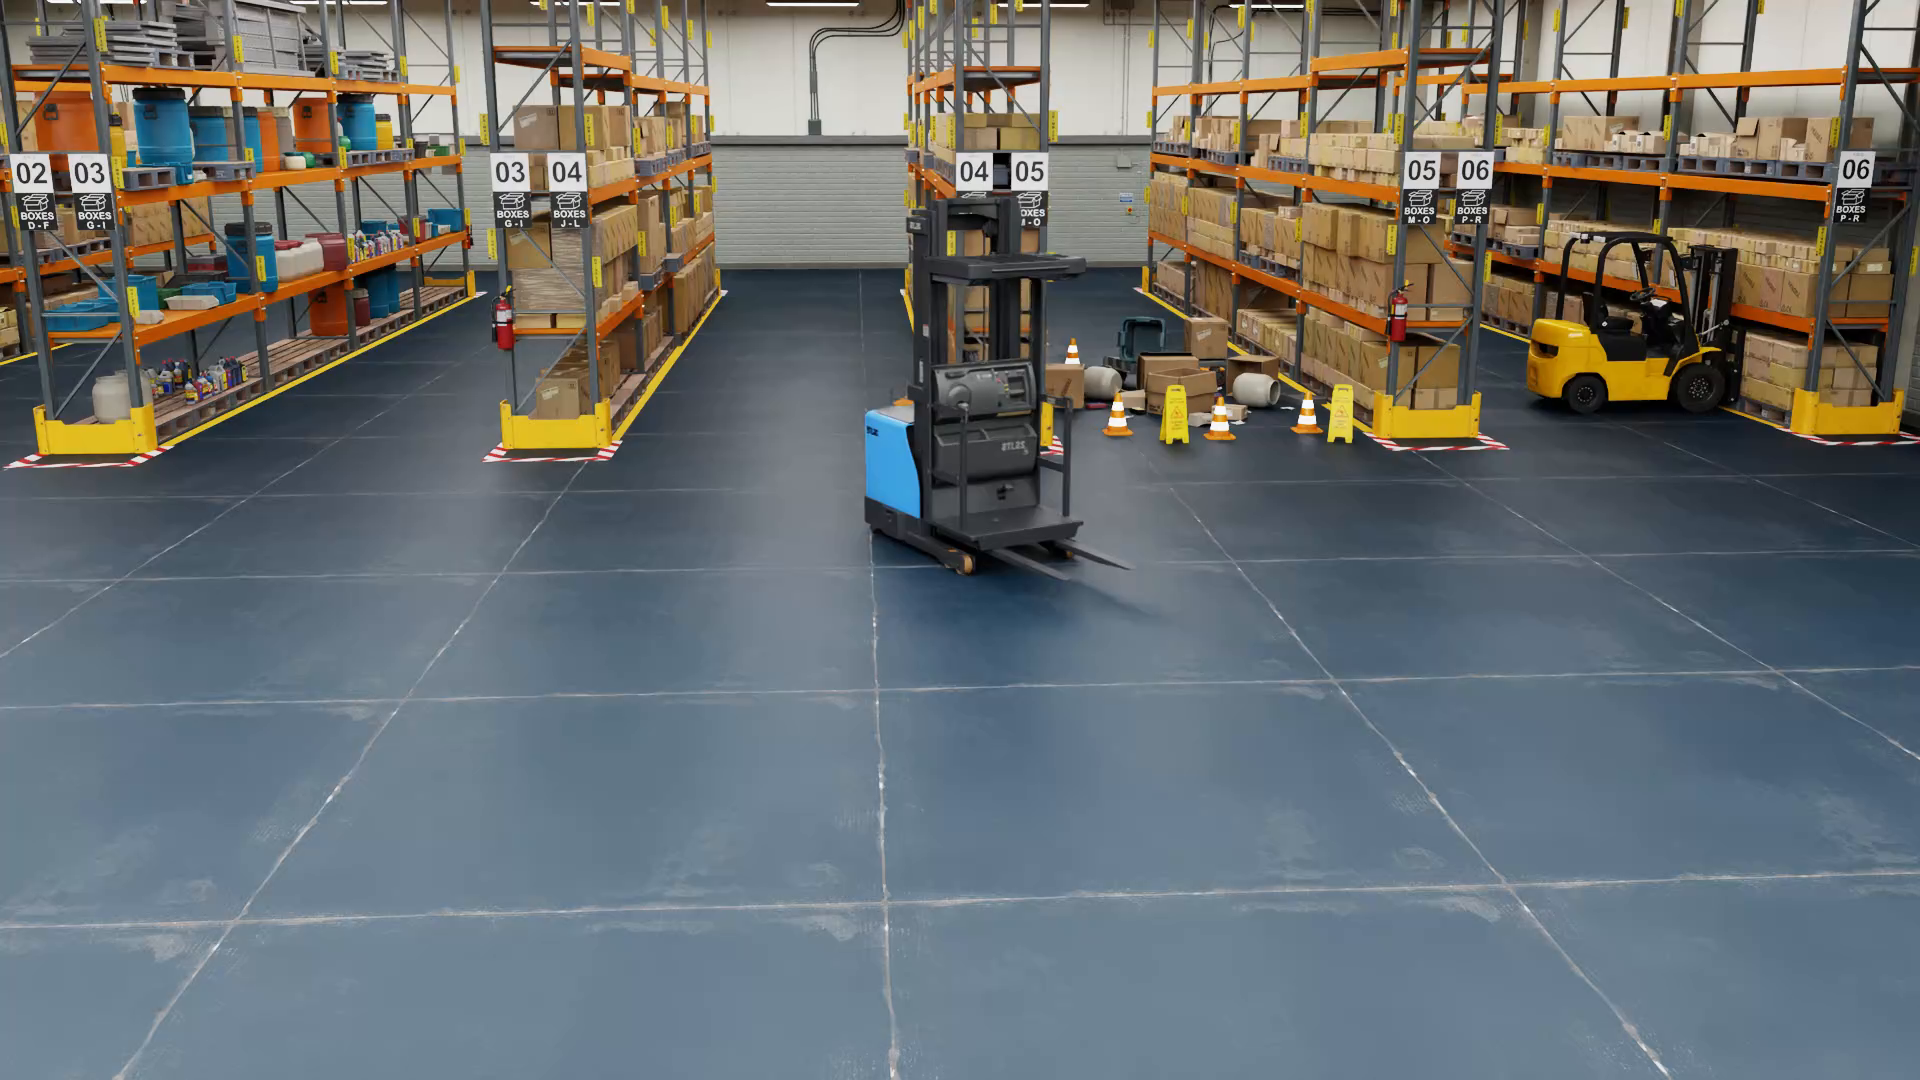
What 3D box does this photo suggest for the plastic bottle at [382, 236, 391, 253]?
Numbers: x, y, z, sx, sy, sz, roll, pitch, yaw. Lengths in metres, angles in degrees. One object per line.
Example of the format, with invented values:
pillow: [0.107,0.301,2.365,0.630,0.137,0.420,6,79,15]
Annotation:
plastic bottle: [-9.792,-5.034,28.321,0.152,0.276,0.135,-1,14,-3]

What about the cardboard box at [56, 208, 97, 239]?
cardboard box: [-15.331,-5.458,28.678,0.700,0.500,0.500,-6,16,-22]

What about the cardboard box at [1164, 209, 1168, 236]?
cardboard box: [4.258,-6.176,32.309,0.500,0.500,0.500,0,14,-2]

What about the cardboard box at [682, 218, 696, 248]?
cardboard box: [-4.948,-5.416,29.357,0.500,0.500,0.500,-1,14,-3]

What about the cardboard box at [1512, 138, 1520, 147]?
cardboard box: [9.528,-6.694,28.003,0.380,0.149,0.250,0,14,-2]

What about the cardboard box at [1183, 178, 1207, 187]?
cardboard box: [4.305,-6.551,30.460,0.380,0.149,0.250,-1,14,-5]

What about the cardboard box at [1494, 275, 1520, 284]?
cardboard box: [9.542,-4.534,28.999,0.380,0.149,0.250,-1,14,-3]

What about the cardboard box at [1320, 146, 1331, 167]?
cardboard box: [4.933,-4.926,21.335,0.500,0.250,0.500,-1,14,-4]

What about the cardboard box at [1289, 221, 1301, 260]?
cardboard box: [4.880,-4.151,22.998,0.500,0.500,0.500,-1,14,-4]

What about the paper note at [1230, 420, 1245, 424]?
paper note: [3.340,-1.415,19.965,0.148,0.019,0.142,-6,16,-23]

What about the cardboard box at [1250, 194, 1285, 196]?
cardboard box: [5.063,-5.420,27.366,0.500,0.500,0.500,-1,14,-3]

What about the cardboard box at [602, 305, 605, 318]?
cardboard box: [-4.319,-2.635,19.253,0.380,0.149,0.250,-1,14,-3]

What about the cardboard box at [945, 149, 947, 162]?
cardboard box: [0.029,-4.460,19.284,0.380,0.149,0.250,-1,14,-4]

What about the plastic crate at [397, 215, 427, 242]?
plastic crate: [-9.998,-5.689,30.370,0.402,0.464,0.583,-1,14,-3]

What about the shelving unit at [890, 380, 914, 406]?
shelving unit: [-0.446,-0.843,15.381,0.258,1.200,0.503,4,14,15]

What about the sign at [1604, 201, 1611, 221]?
sign: [10.397,-5.286,26.727,0.100,0.325,0.005,-1,14,-3]

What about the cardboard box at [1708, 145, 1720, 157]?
cardboard box: [9.864,-4.996,21.366,0.380,0.149,0.250,0,14,-2]

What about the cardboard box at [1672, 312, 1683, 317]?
cardboard box: [9.808,-2.952,22.647,0.500,0.250,0.500,-1,14,-4]

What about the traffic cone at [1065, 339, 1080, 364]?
traffic cone: [1.627,-2.670,23.975,0.336,0.463,0.334,-1,14,-3]

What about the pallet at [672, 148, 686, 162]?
pallet: [-5.143,-6.613,28.572,0.805,0.209,1.217,-1,15,-6]

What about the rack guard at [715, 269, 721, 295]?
rack guard: [-5.498,-5.270,34.006,1.175,0.500,0.348,-1,14,-3]

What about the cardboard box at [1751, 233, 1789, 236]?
cardboard box: [10.491,-3.898,21.557,0.380,0.149,0.250,-1,14,-4]

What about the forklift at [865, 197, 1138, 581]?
forklift: [0.322,-1.267,13.569,1.130,2.935,3.031,-8,17,-29]

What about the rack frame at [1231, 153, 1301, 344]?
rack frame: [4.890,-4.638,26.533,1.000,3.000,0.127,-1,14,-3]

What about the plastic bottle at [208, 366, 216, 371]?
plastic bottle: [-9.504,-2.096,21.236,0.152,0.276,0.135,-1,14,-3]

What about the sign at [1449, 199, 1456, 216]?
sign: [9.055,-6.119,30.553,0.100,0.325,0.005,-1,14,-3]

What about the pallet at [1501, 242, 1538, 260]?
pallet: [9.731,-4.790,27.509,1.213,0.211,1.003,-1,14,-3]

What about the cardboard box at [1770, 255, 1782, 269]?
cardboard box: [10.034,-3.361,20.067,0.380,0.149,0.250,-1,14,-4]

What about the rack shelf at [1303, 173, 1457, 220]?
rack shelf: [5.261,-4.250,20.449,1.077,0.370,4.000,-1,14,-3]

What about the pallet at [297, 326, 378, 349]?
pallet: [-10.035,-3.254,26.748,1.003,0.211,1.213,-1,14,-3]

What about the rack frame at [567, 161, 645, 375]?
rack frame: [-4.754,-3.490,22.072,1.000,3.000,0.127,-1,14,-3]

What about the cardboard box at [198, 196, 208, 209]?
cardboard box: [-15.083,-6.749,32.530,0.500,0.500,0.500,-1,14,-4]

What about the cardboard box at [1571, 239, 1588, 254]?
cardboard box: [9.671,-4.516,25.356,0.500,0.250,0.500,-1,14,-5]

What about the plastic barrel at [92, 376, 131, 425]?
plastic barrel: [-9.566,-1.580,18.798,0.421,0.512,0.421,0,14,0]

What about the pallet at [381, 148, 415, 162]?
pallet: [-10.047,-6.571,28.406,1.213,0.211,1.003,-1,14,-3]

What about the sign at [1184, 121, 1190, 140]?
sign: [4.088,-7.365,29.917,0.100,0.325,0.005,-1,14,-3]

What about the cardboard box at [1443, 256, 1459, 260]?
cardboard box: [5.597,-3.092,19.726,0.500,0.500,0.500,0,14,-2]

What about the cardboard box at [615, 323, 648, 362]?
cardboard box: [-4.781,-2.765,23.386,0.700,0.500,0.500,-1,14,-4]

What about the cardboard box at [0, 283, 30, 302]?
cardboard box: [-15.189,-3.942,26.455,0.500,0.250,0.500,0,14,-1]

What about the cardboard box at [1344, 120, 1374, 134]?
cardboard box: [5.460,-5.744,23.267,0.500,0.250,0.500,-1,14,-5]

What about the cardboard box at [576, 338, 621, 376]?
cardboard box: [-4.769,-2.383,21.942,0.500,0.500,0.500,-1,14,-5]

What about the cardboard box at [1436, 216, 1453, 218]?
cardboard box: [9.275,-6.029,31.644,0.500,0.250,0.500,-1,14,-3]

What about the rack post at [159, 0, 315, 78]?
rack post: [-9.905,-6.904,22.901,1.013,1.000,3.121,-1,14,-3]

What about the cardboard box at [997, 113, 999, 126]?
cardboard box: [0.638,-5.047,19.963,0.380,0.149,0.250,-1,14,-3]

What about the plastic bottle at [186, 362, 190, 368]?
plastic bottle: [-9.961,-2.147,21.420,0.061,0.283,0.133,-1,14,-3]

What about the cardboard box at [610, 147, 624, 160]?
cardboard box: [-4.375,-4.790,20.604,0.380,0.149,0.250,-1,14,-5]

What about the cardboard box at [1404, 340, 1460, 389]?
cardboard box: [5.609,-2.094,19.816,0.500,0.500,0.500,-1,14,-5]

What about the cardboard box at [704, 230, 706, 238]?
cardboard box: [-5.034,-5.825,31.649,0.380,0.149,0.250,-1,14,-5]

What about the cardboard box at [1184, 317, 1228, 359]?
cardboard box: [3.363,-2.765,22.748,0.500,0.500,0.500,-1,14,-3]

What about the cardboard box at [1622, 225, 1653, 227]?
cardboard box: [10.271,-4.685,25.212,0.380,0.149,0.250,-1,14,-4]

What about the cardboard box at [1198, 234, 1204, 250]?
cardboard box: [4.455,-5.190,28.981,0.500,0.250,0.500,-1,14,-4]

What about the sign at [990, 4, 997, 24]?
sign: [0.509,-7.980,25.292,0.100,0.325,0.005,-1,14,-3]

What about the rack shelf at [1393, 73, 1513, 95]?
rack shelf: [9.472,-8.763,31.977,1.077,0.370,4.000,-1,14,-3]
